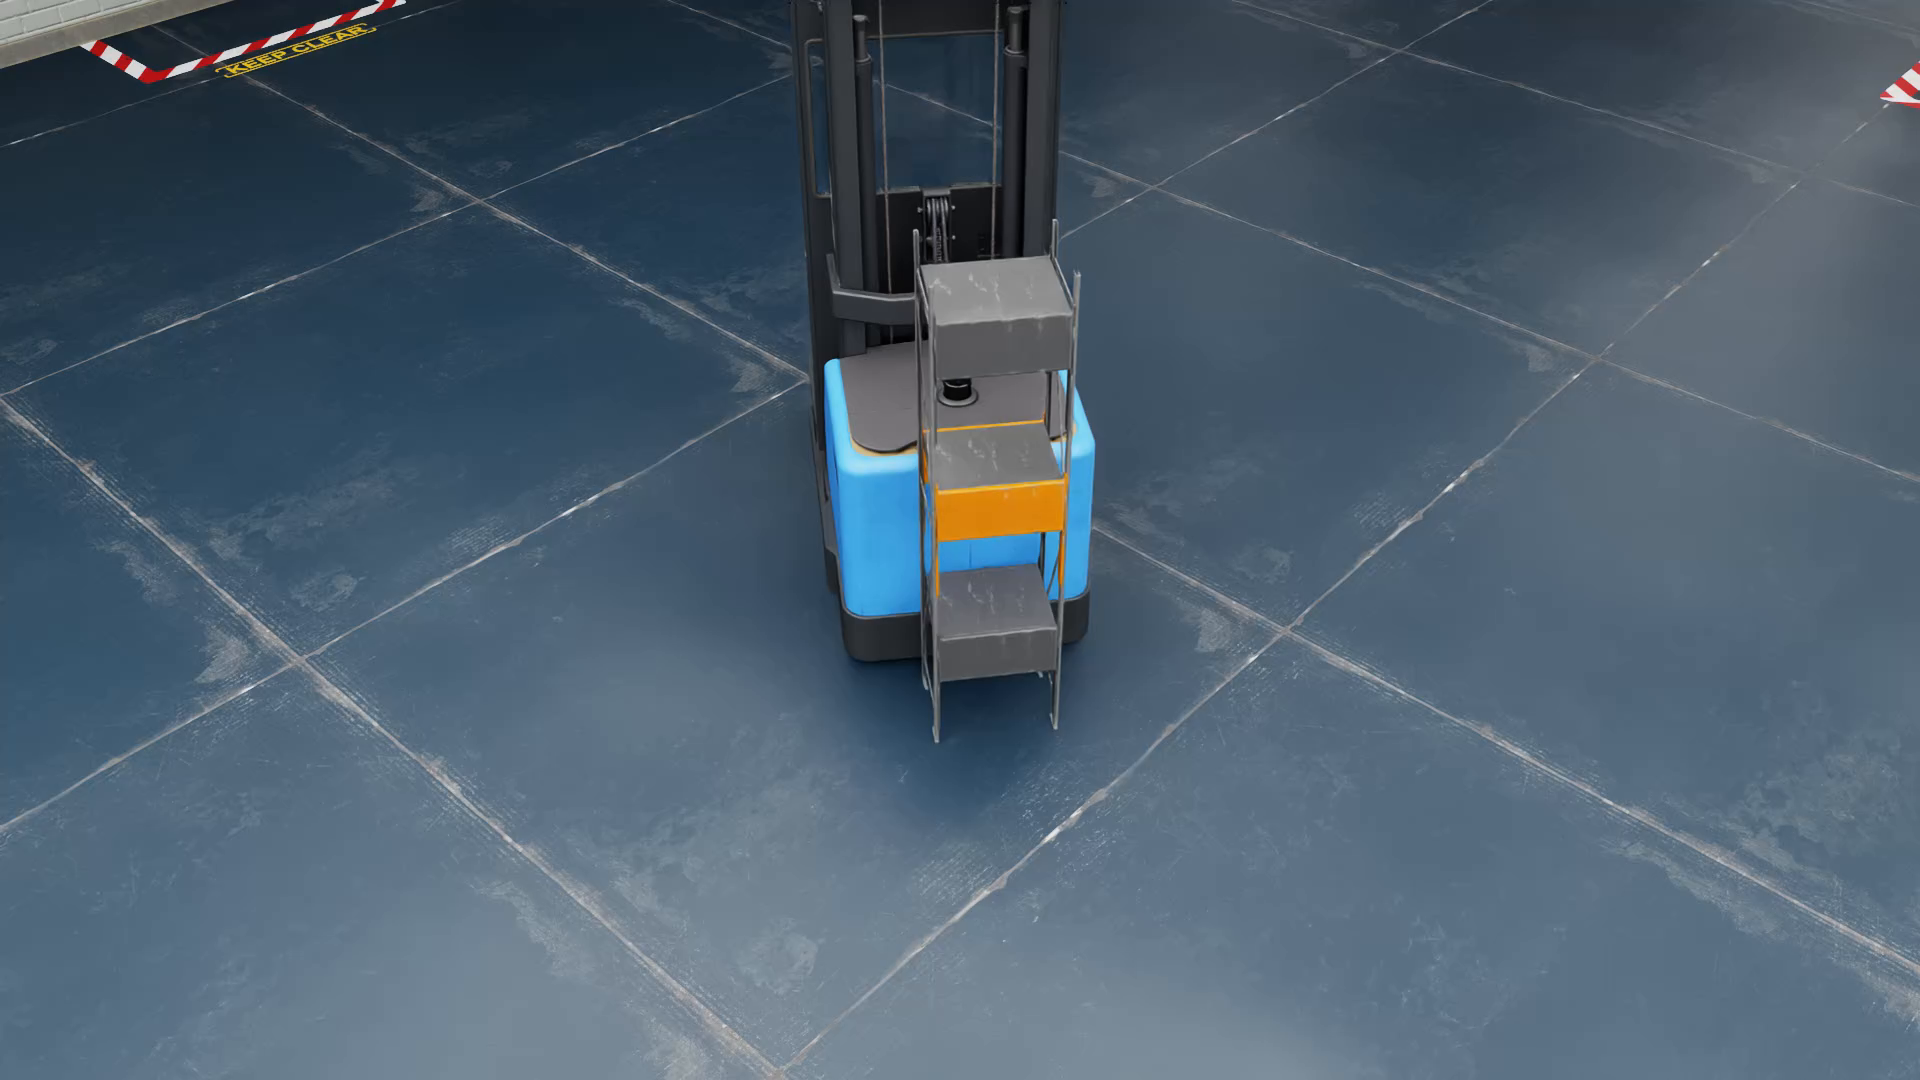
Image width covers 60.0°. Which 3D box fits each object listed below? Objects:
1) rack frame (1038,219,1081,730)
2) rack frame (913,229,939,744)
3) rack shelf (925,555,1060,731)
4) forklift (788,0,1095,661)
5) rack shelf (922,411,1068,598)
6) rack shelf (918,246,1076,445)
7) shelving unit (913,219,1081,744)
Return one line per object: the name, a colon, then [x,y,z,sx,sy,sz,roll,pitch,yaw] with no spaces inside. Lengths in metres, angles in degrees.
rack frame: [0.359,-0.169,6.276,0.015,2.100,0.400,-6,39,-7]
rack frame: [-0.123,-0.123,6.218,0.015,2.100,0.400,-6,39,-7]
rack shelf: [0.118,0.412,6.691,0.480,0.518,0.431,-6,39,-7]
forklift: [-0.164,-1.550,7.344,1.130,2.935,3.031,-5,39,-6]
rack shelf: [0.118,-0.136,6.255,0.480,0.518,0.431,-6,39,-7]
rack shelf: [0.118,-0.683,5.820,0.480,0.518,0.431,-6,39,-7]
shelving unit: [0.118,-0.146,6.247,0.503,2.100,0.431,-6,39,-7]
